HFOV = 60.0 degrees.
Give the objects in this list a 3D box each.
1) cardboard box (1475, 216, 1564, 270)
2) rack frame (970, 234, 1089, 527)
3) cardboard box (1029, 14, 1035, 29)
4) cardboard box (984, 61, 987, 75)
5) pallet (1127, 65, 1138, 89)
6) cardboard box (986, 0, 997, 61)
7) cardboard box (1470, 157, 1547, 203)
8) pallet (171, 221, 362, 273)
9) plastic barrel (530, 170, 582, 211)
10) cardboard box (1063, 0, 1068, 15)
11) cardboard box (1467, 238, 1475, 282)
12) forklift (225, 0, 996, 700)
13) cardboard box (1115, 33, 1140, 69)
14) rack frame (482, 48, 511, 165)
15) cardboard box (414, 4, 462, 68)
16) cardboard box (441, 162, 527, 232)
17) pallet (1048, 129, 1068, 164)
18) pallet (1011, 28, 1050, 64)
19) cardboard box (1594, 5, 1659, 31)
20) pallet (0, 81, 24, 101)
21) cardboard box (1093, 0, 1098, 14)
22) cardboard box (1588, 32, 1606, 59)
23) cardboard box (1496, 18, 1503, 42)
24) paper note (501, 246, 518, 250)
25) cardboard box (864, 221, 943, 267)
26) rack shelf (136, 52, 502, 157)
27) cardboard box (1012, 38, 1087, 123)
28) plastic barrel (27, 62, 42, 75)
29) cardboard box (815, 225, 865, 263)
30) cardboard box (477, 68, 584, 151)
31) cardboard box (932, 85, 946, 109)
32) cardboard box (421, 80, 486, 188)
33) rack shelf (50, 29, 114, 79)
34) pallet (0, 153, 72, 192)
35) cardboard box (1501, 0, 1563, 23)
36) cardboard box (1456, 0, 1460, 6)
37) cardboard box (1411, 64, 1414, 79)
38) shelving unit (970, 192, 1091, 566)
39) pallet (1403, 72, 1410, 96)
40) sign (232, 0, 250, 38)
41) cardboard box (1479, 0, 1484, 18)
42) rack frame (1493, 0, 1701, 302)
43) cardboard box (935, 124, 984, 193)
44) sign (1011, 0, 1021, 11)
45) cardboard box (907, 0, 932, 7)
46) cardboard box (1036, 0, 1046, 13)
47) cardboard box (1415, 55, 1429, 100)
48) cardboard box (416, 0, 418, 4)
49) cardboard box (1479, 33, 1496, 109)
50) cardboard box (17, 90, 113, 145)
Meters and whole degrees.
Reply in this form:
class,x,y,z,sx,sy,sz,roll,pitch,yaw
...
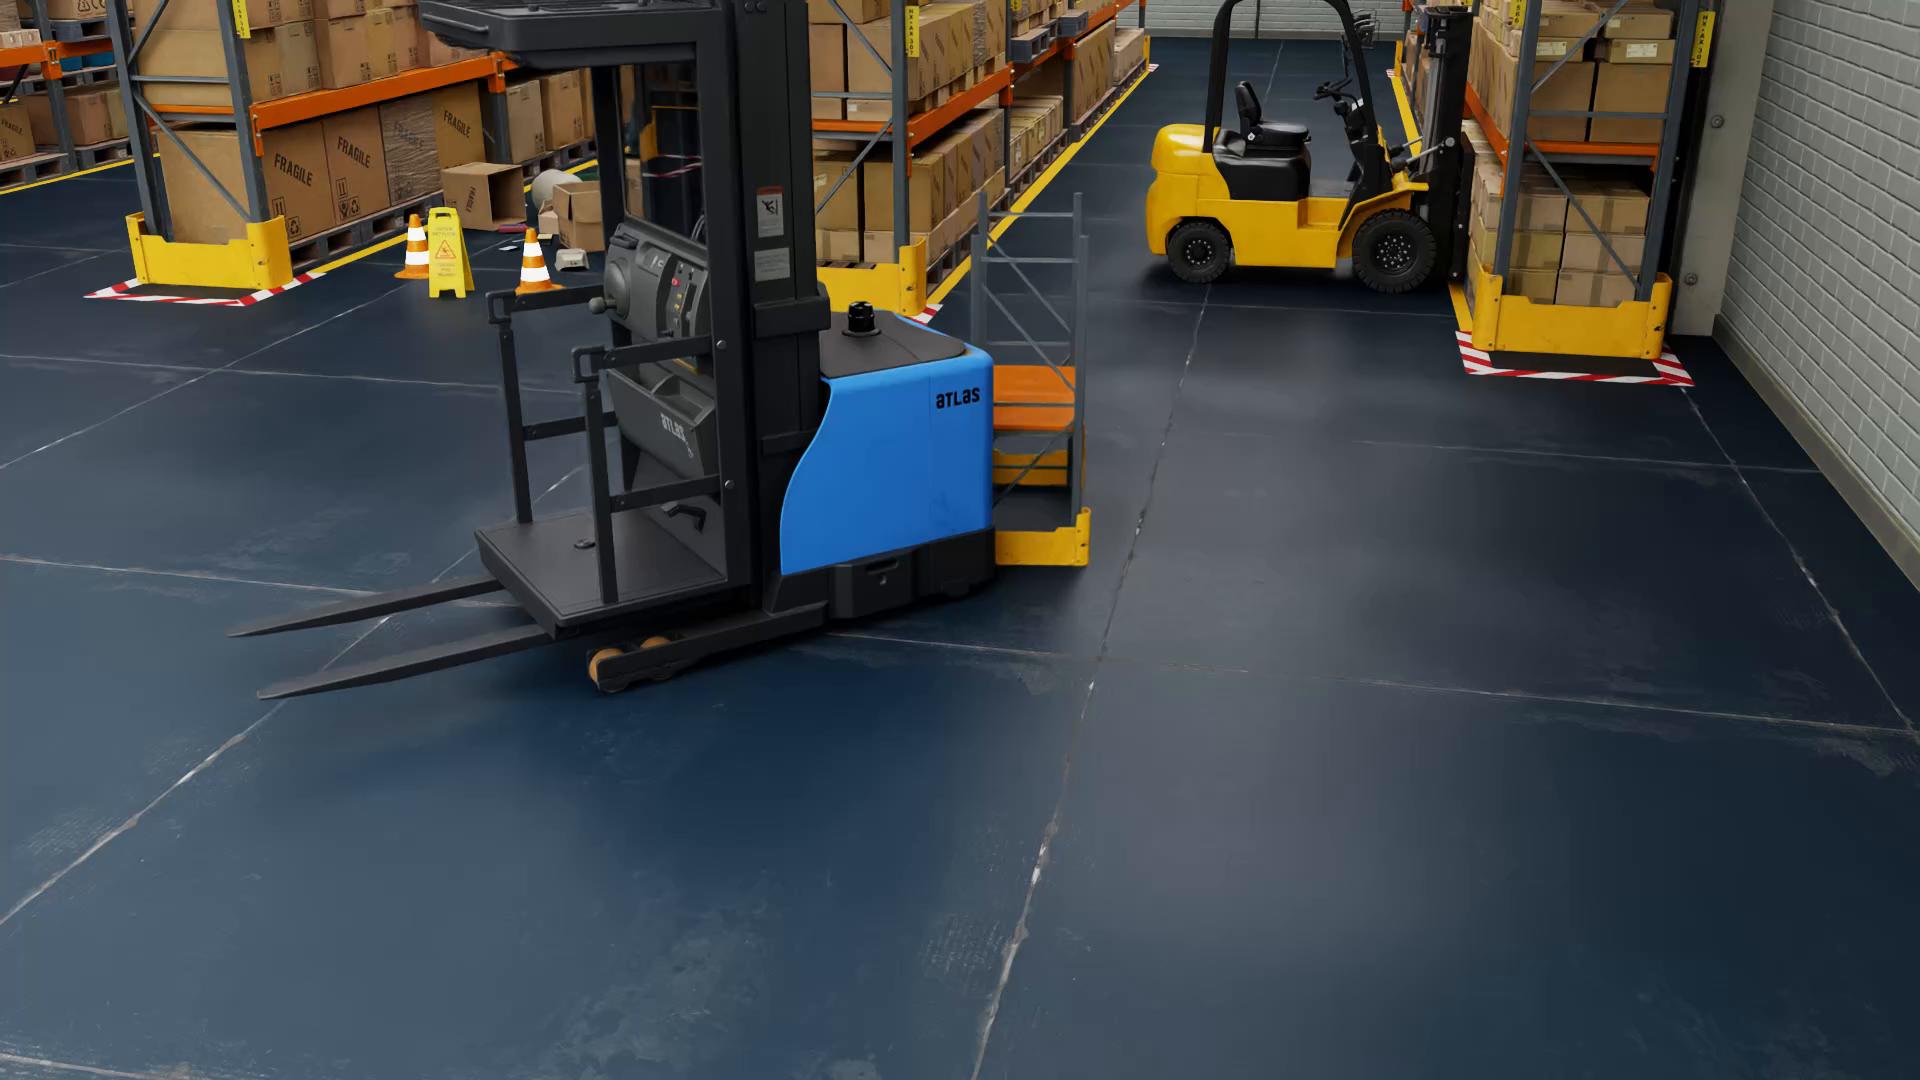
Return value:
class,x,y,z,sx,sy,sz,roll,pitch,yaw
cardboard box,3.799,-2.026,11.319,0.500,0.250,0.500,4,22,10
rack frame,0.295,-0.592,7.316,0.500,1.500,0.032,1,22,2
cardboard box,0.520,-5.060,16.177,0.380,0.149,0.250,5,22,12
cardboard box,0.021,-4.074,14.291,0.380,0.149,0.250,5,22,11
pallet,2.073,-6.865,24.617,1.003,0.211,1.213,4,22,11
cardboard box,0.016,-4.327,14.050,0.500,0.500,0.500,5,23,13
cardboard box,3.986,-2.621,12.126,0.500,0.250,0.500,5,22,12
pallet,-5.635,-2.395,13.519,1.003,0.211,1.213,4,22,11
plastic barrel,-3.635,-3.126,15.050,0.421,0.421,0.512,-16,27,-35
cardboard box,0.950,-5.717,17.808,0.380,0.149,0.250,4,22,10
cardboard box,3.903,-1.969,11.847,0.500,0.250,0.500,4,22,11
forklift,-1.366,-0.999,6.410,3.031,2.935,1.130,-13,25,-30
cardboard box,2.195,-7.324,24.890,0.875,0.438,0.875,5,22,12
rack frame,-4.905,-4.853,15.889,1.000,3.000,0.127,4,22,11
cardboard box,-5.059,-4.584,15.020,0.875,0.550,0.550,4,22,11
cardboard box,-4.217,-3.049,14.752,0.500,0.500,0.500,8,23,20
pallet,0.617,-4.397,18.488,1.003,0.211,1.213,4,22,11
pallet,0.260,-4.692,15.746,1.003,0.211,1.213,4,22,11
cardboard box,4.409,-3.456,11.018,0.380,0.149,0.250,5,22,12
pallet,-13.652,-6.107,22.734,1.003,0.211,1.213,4,22,11
cardboard box,1.421,-6.627,20.495,0.500,0.250,0.500,4,22,11
cardboard box,4.317,-3.220,10.831,0.380,0.149,0.250,4,22,11
cardboard box,4.040,-3.640,11.873,0.380,0.149,0.250,5,22,11
paper note,-3.748,-2.441,13.877,0.144,0.017,0.142,13,25,29
cardboard box,-0.419,-2.243,12.527,0.500,0.250,0.500,4,22,10
rack shelf,-5.313,-3.788,14.207,1.077,0.370,4.000,4,22,11
cardboard box,1.000,-5.431,19.606,0.875,0.875,0.875,4,22,10
plastic barrel,-13.431,-6.956,23.879,0.421,0.512,0.421,0,22,0
cardboard box,-0.948,-2.294,12.654,0.500,0.250,0.500,4,22,11
cardboard box,-4.666,-4.591,17.687,1.050,0.750,0.750,4,22,11
cardboard box,-0.315,-3.316,12.407,0.380,0.149,0.250,5,22,12
cardboard box,-5.102,-3.838,15.650,0.875,0.875,0.875,5,22,12
rack shelf,-9.332,-5.666,18.870,1.077,0.370,4.000,4,22,11
pallet,-9.842,-3.727,16.824,1.003,0.211,1.213,4,22,11
cardboard box,3.987,-3.685,11.587,0.380,0.149,0.250,5,22,12
cardboard box,4.879,-4.873,15.468,0.500,0.250,0.500,5,22,12
cardboard box,6.353,-6.345,22.691,0.396,0.266,0.258,5,23,13
shelving unit,0.317,-0.785,7.796,0.587,1.500,1.083,1,22,2
pallet,6.842,-6.467,23.628,1.003,0.211,1.213,4,22,11
sign,-5.179,-3.784,11.970,0.100,0.325,0.005,4,22,11
cardboard box,4.499,-4.387,13.728,0.380,0.149,0.250,4,22,10
rack frame,4.005,-2.673,10.476,1.000,3.000,0.127,4,22,11
cardboard box,-0.101,-3.170,13.825,0.500,0.500,0.500,6,23,14
sign,0.494,-4.876,14.787,0.100,0.325,0.005,4,22,11
cardboard box,-0.612,-4.452,13.023,0.700,0.500,0.500,4,22,11
cardboard box,0.554,-5.405,16.164,0.500,0.500,0.500,4,22,11
cardboard box,6.135,-5.937,21.364,0.500,0.500,0.500,5,23,13
cardboard box,-5.012,-5.082,14.809,0.875,0.550,0.550,4,22,11
cardboard box,4.160,-3.481,12.347,0.500,0.500,0.500,5,22,11
cardboard box,-9.594,-4.536,17.858,0.700,0.500,0.500,3,22,7
